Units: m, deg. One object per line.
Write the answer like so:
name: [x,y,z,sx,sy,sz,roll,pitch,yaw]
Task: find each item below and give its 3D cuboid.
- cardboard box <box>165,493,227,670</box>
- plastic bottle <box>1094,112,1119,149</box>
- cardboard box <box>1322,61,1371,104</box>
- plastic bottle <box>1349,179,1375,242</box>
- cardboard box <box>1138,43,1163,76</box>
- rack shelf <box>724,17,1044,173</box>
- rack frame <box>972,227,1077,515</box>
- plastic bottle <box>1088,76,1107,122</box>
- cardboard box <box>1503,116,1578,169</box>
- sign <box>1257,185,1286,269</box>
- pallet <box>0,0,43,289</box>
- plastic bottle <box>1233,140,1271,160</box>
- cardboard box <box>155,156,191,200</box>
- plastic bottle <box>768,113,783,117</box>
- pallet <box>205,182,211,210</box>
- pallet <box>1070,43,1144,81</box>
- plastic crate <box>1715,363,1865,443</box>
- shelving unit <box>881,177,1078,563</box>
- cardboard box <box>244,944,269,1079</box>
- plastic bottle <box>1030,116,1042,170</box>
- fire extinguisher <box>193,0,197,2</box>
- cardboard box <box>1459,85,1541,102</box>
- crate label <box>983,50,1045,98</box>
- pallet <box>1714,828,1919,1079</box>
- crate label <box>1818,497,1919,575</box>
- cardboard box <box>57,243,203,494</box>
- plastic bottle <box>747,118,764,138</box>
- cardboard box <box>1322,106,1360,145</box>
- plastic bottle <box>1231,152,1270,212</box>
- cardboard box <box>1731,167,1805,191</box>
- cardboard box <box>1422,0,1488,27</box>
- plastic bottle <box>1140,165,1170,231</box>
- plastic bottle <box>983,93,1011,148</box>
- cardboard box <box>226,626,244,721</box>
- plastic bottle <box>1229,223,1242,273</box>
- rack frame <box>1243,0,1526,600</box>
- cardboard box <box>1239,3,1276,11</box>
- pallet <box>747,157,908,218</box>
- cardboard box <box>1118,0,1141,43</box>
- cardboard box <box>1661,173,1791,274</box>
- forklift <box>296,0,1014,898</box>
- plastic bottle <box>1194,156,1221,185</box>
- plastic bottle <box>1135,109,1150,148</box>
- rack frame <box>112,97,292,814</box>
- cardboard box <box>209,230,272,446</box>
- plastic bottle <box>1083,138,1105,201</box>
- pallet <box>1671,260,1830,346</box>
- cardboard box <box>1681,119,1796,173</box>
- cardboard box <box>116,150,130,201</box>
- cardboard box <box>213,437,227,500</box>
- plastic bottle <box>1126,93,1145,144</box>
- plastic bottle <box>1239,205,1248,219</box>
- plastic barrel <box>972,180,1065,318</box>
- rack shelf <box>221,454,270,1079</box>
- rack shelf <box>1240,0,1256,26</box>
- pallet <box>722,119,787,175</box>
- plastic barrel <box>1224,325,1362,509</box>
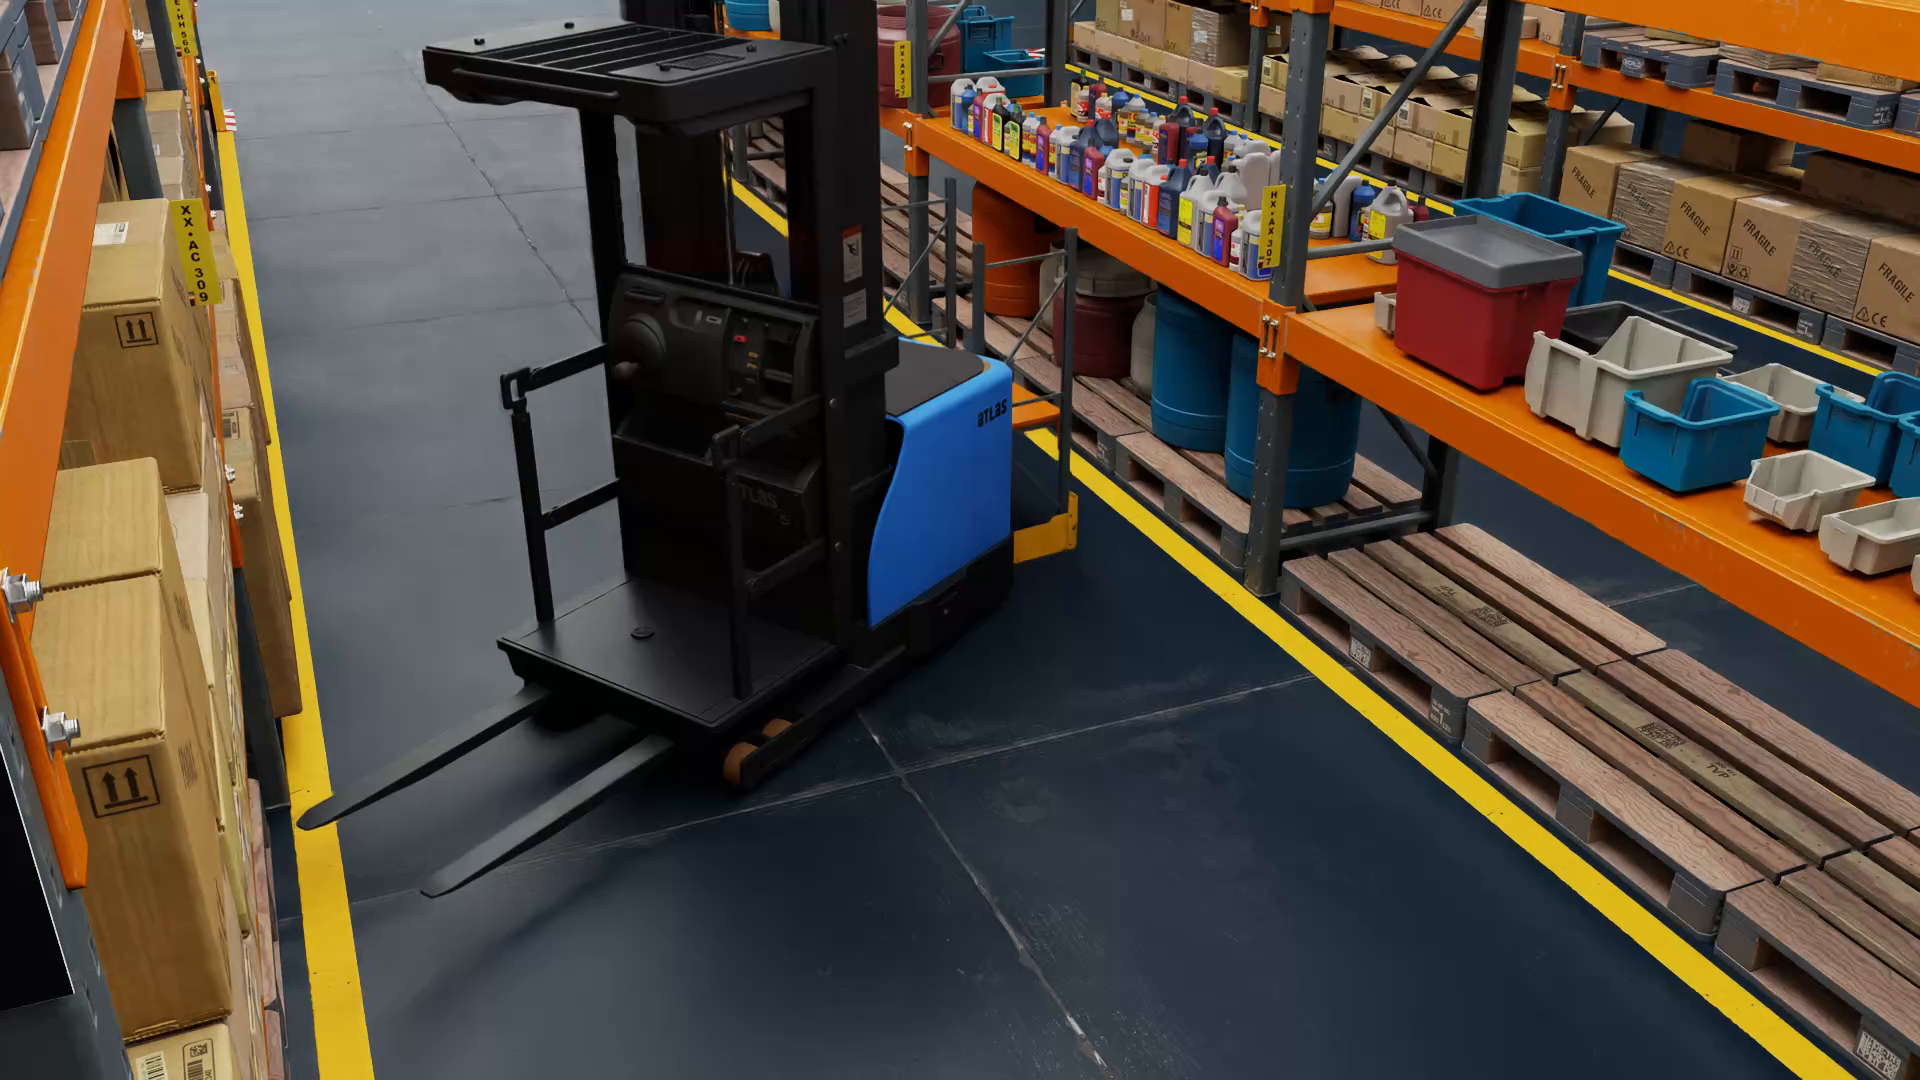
cardboard box: [-2.007,0.133,3.890,0.500,0.250,0.500,-10,28,-20]
plastic bottle: [0.726,-2.017,8.518,0.144,0.351,0.185,-11,28,-21]
cardboard box: [3.281,-4.071,14.685,0.500,0.311,0.500,-11,28,-21]
plastic bottle: [1.828,-1.499,7.548,0.097,0.271,0.097,0,26,0]
cardboard box: [2.182,-4.986,17.198,0.500,0.250,0.500,-11,28,-21]
rack shelf: [-0.619,-3.298,11.906,1.077,0.370,4.000,-11,28,-21]
rack frame: [0.274,-0.594,7.258,0.500,1.500,0.032,-14,30,-27]
plastic bottle: [0.806,-2.578,9.745,0.061,0.283,0.133,-11,28,-21]
cardboard box: [4.292,-3.038,12.569,0.500,0.311,0.500,-10,28,-19]
sign: [1.224,-1.230,6.534,0.100,0.325,0.005,-11,28,-21]
pallet: [-1.560,-0.339,1.708,1.003,0.211,1.213,-11,28,-21]
plastic bottle: [1.447,-1.863,8.288,0.152,0.276,0.135,-11,28,-21]
cardboard box: [-3.377,-1.234,6.745,0.500,0.500,0.500,-10,28,-20]
plastic bottle: [-1.703,-4.012,15.151,0.152,0.276,0.135,-11,28,-21]
pallet: [-6.255,-2.590,12.813,1.003,0.211,1.213,-11,28,-21]
pallet: [1.929,-5.338,18.443,1.003,0.211,1.213,-11,28,-21]
plastic crate: [2.689,-0.456,5.498,0.293,0.136,0.466,-11,28,-21]
shelving unit: [0.021,-0.783,7.645,0.587,1.500,1.083,-14,30,-27]
cardboard box: [-1.401,0.868,2.840,0.380,0.149,0.250,-11,28,-21]
plastic bottle: [0.419,-2.101,8.781,0.097,0.271,0.097,0,26,0]
fire extinguisher: [-7.147,-5.283,15.240,0.296,0.674,0.183,-11,28,-21]
cardboard box: [4.378,-3.547,13.613,0.500,0.311,0.500,-11,28,-22]
crate label: [0.344,-2.973,10.611,0.303,0.233,0.416,-11,28,-21]
pallet: [3.010,1.329,4.787,1.003,0.211,1.213,-11,28,-21]
crate label: [2.580,-0.018,4.601,0.396,0.136,0.243,-11,28,-21]
cardboard box: [-2.208,-0.409,4.145,0.500,0.500,0.500,-10,28,-20]
plastic bottle: [-1.787,-3.671,14.368,0.144,0.351,0.185,-11,28,-21]
cardboard box: [3.492,-3.611,14.382,0.500,0.250,0.500,-11,28,-22]
plastic bottle: [1.398,-1.743,8.043,0.152,0.276,0.135,-11,28,-21]
cardboard box: [5.508,-2.192,11.167,0.500,0.500,0.500,-12,28,-22]
cardboard box: [4.052,-4.383,13.194,0.500,0.500,0.500,-12,29,-23]
plastic bottle: [0.939,-1.598,7.745,0.152,0.276,0.135,-11,28,-21]
plastic bottle: [0.218,-2.341,9.267,0.152,0.276,0.135,-11,28,-21]
cardboard box: [-1.902,0.350,3.900,0.380,0.149,0.250,-11,28,-21]
plastic bottle: [1.209,-1.255,7.129,0.097,0.201,0.097,0,26,0]
rack frame: [1.731,-1.199,6.787,1.000,3.000,0.127,-11,28,-21]
cardboard box: [3.061,-5.010,16.393,0.500,0.500,0.500,-11,28,-21]
pallet: [-1.059,-2.865,13.378,1.003,0.211,1.213,-11,28,-21]
cardboard box: [2.001,-5.527,17.452,0.500,0.500,0.500,-11,28,-21]
cardboard box: [5.041,-2.091,10.962,0.500,0.500,0.500,-11,28,-21]
forklift: [-1.016,-0.666,5.774,1.130,2.935,3.031,17,31,31]
plastic bottle: [1.130,-1.591,7.646,0.144,0.351,0.185,-11,28,-21]
plastic bottle: [1.025,-2.295,9.258,0.097,0.201,0.097,0,26,0]
rack frame: [-2.826,-0.348,5.044,1.000,3.000,0.127,-11,28,-21]
cardboard box: [-4.142,-0.915,8.147,1.225,0.875,0.875,-12,28,-23]
plastic bottle: [0.662,-1.835,8.222,0.061,0.283,0.133,-11,28,-21]
pallet: [5.455,-1.611,10.808,1.003,0.211,1.213,-11,28,-21]
cardboard box: [5.332,-2.716,11.386,0.500,0.250,0.500,-9,28,-19]
cardboard box: [-3.342,-1.379,5.899,0.797,0.503,0.637,-10,28,-20]
cardboard box: [-2.406,-0.168,4.962,0.380,0.149,0.250,-10,28,-20]
plastic bottle: [0.987,-2.366,9.324,0.097,0.271,0.097,0,26,0]
plastic bottle: [1.244,-1.390,7.404,0.097,0.201,0.097,0,26,0]
plastic barrel: [0.372,-1.833,10.080,0.600,0.830,0.708,-11,28,-21]
rack shelf: [-2.043,0.783,3.548,1.077,0.370,4.000,-11,28,-21]
rack shelf: [2.374,-5.762,16.953,1.077,0.370,4.000,-11,28,-21]
pallet: [-1.627,-3.454,14.583,1.003,0.211,1.213,-11,28,-21]
plastic barrel: [1.534,-0.667,7.611,0.600,0.901,0.708,-11,28,-21]
